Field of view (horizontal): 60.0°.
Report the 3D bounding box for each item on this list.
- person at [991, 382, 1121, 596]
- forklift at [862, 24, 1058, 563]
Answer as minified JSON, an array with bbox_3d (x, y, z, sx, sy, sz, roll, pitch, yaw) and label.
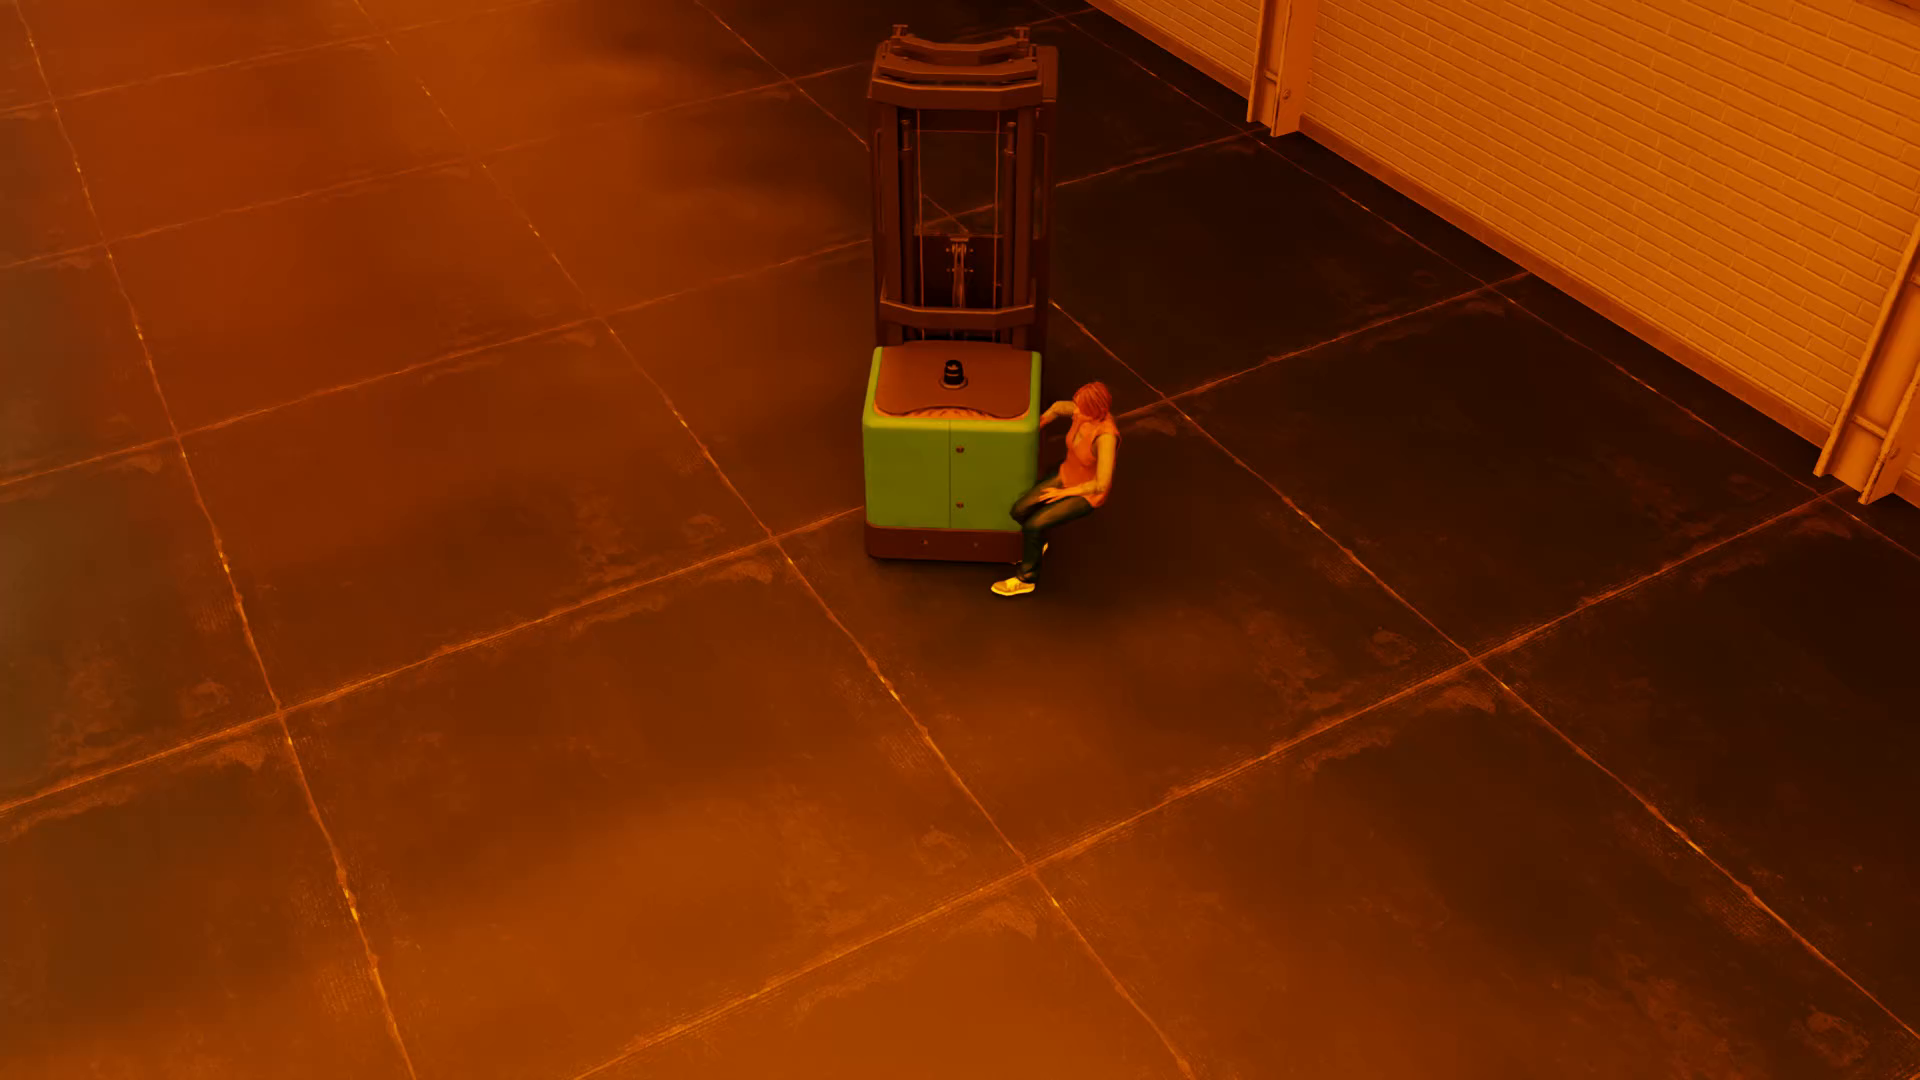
[{"bbox_3d":[0.531,-0.292,9.627,0.753,1.381,0.742,-22,44,-24],"label":"person"},{"bbox_3d":[0.024,-1.913,10.343,1.130,2.935,3.031,2,40,2],"label":"forklift"}]
